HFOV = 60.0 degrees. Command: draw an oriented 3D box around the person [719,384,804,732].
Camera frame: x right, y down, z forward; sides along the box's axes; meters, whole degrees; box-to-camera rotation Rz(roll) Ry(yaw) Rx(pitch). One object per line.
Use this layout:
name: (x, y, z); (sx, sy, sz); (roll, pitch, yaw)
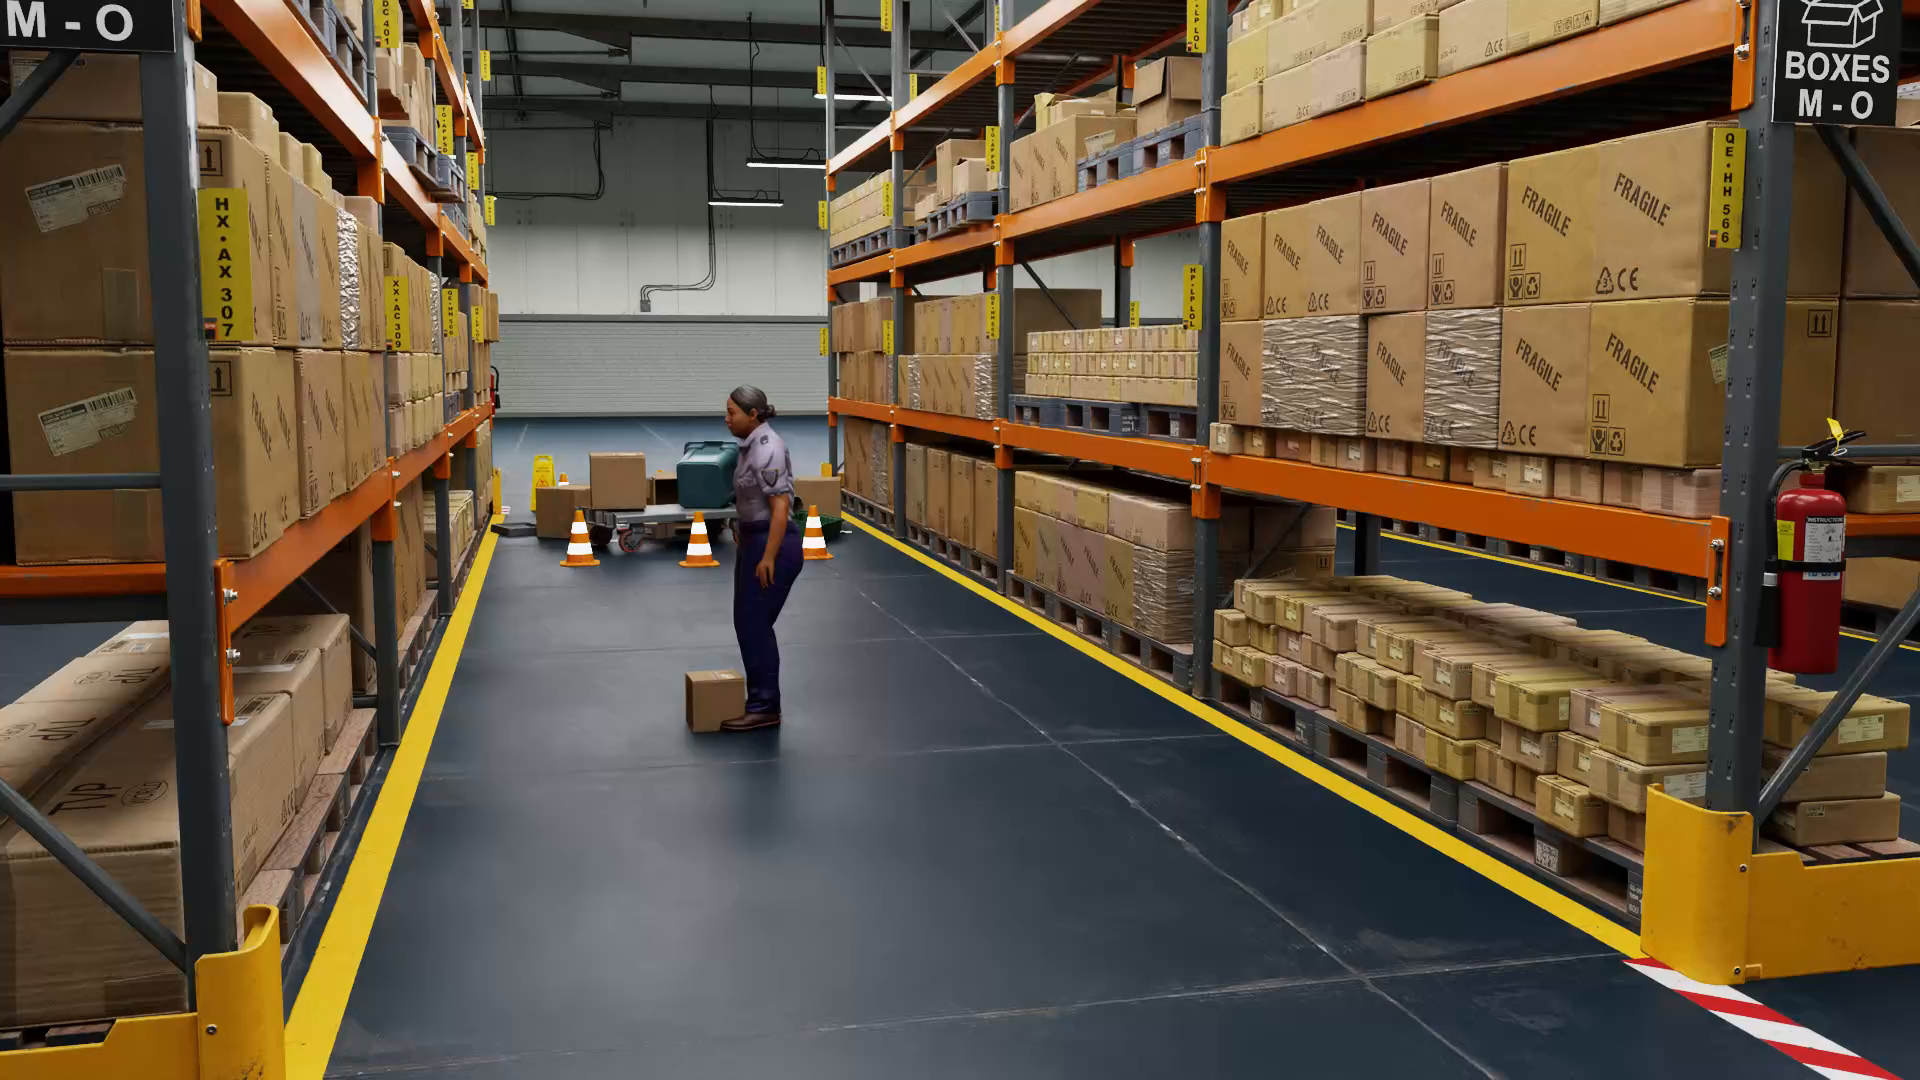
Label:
person: (-0.985, 0.075, 8.042); (0.425, 1.650, 0.551); (-2, 7, -16)
